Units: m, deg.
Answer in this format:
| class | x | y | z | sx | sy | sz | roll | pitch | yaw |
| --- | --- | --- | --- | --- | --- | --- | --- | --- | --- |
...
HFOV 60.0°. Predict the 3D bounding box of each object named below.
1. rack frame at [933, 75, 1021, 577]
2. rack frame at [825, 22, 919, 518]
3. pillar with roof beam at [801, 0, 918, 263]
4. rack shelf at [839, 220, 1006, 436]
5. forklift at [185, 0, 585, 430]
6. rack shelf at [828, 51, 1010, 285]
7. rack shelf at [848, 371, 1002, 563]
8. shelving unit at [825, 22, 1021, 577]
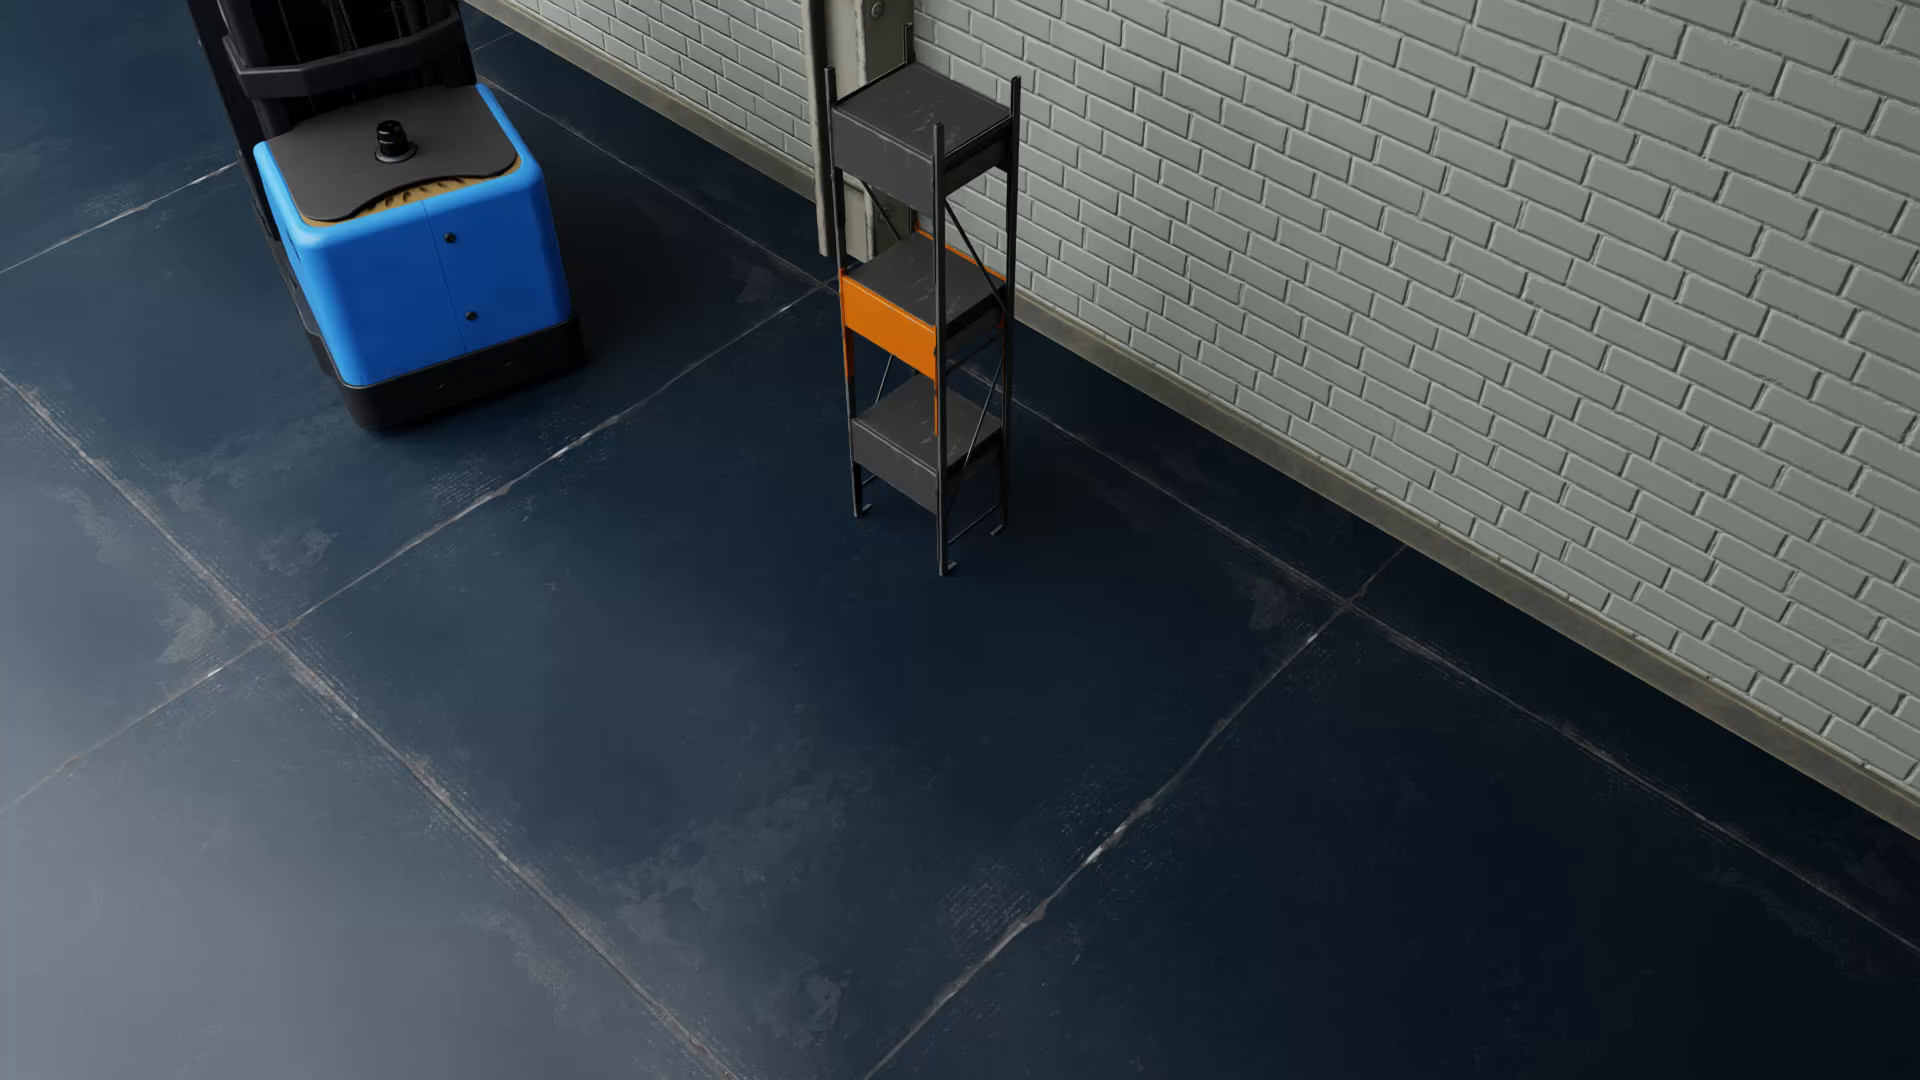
| class | x | y | z | sx | sy | sz | roll | pitch | yaw |
| --- | --- | --- | --- | --- | --- | --- | --- | --- | --- |
| rack frame | 0.058 | -0.680 | 6.057 | 0.015 | 2.100 | 0.400 | 34 | 55 | 28 |
| rack frame | -0.301 | -0.921 | 6.283 | 0.015 | 2.100 | 0.400 | 34 | 55 | 28 |
| pillar with roof beam | -3.365 | -2.176 | 2.729 | 0.400 | 9.000 | 9.100 | 34 | 55 | 28 |
| rack shelf | -0.122 | -0.791 | 6.180 | 0.480 | 0.518 | 0.431 | 34 | 55 | 28 |
| forklift | -2.857 | -2.555 | 7.247 | 1.130 | 2.935 | 3.031 | -22 | 51 | -19 |
| rack shelf | -0.122 | -1.270 | 5.670 | 0.480 | 0.518 | 0.431 | 34 | 55 | 28 |
| rack shelf | -0.122 | -0.312 | 6.690 | 0.480 | 0.518 | 0.431 | 34 | 55 | 28 |
| shelving unit | -0.122 | -0.801 | 6.170 | 0.503 | 2.100 | 0.431 | 34 | 55 | 28 |
